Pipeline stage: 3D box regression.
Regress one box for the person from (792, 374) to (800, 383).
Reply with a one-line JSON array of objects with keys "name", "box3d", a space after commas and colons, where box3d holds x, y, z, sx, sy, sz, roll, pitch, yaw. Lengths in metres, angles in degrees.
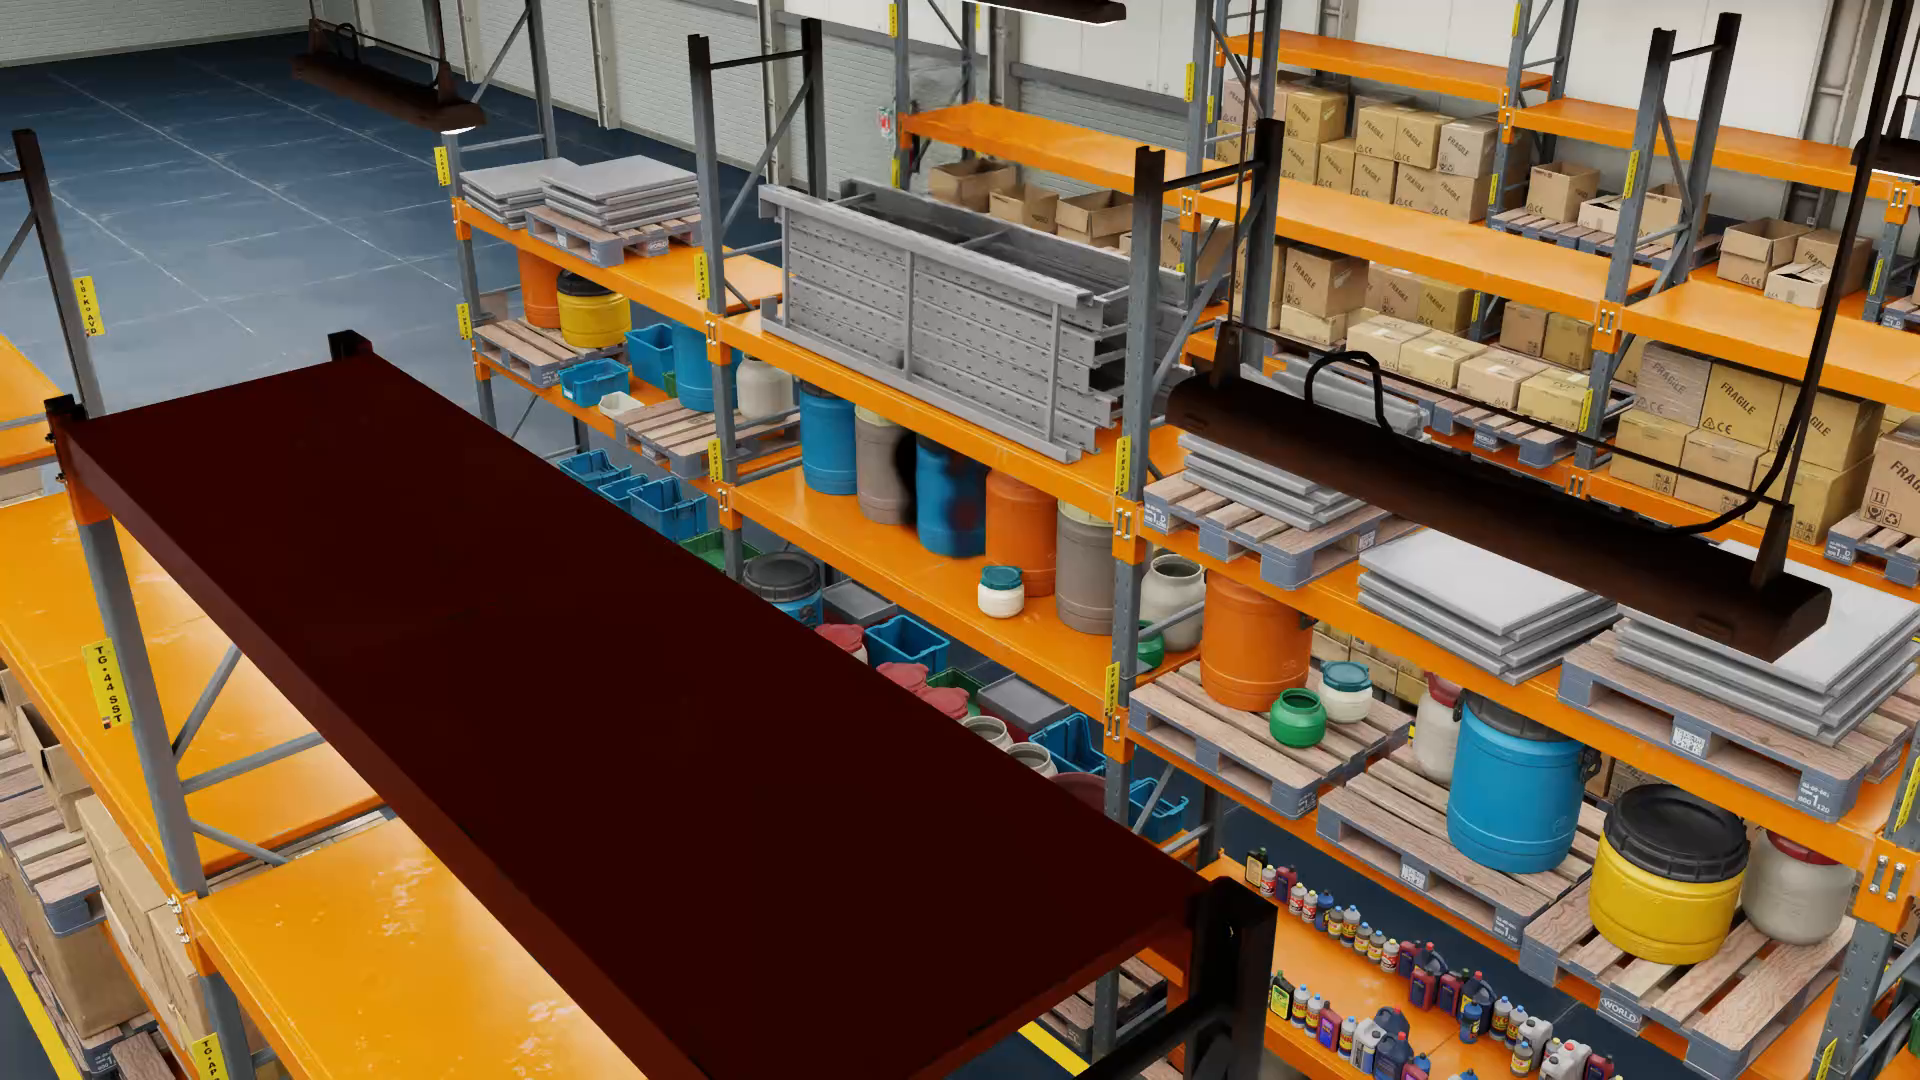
[{"name": "person", "box3d": [-1.895, -2.135, 19.827, 1.007, 1.815, 0.638, -10, 29, -19]}]
